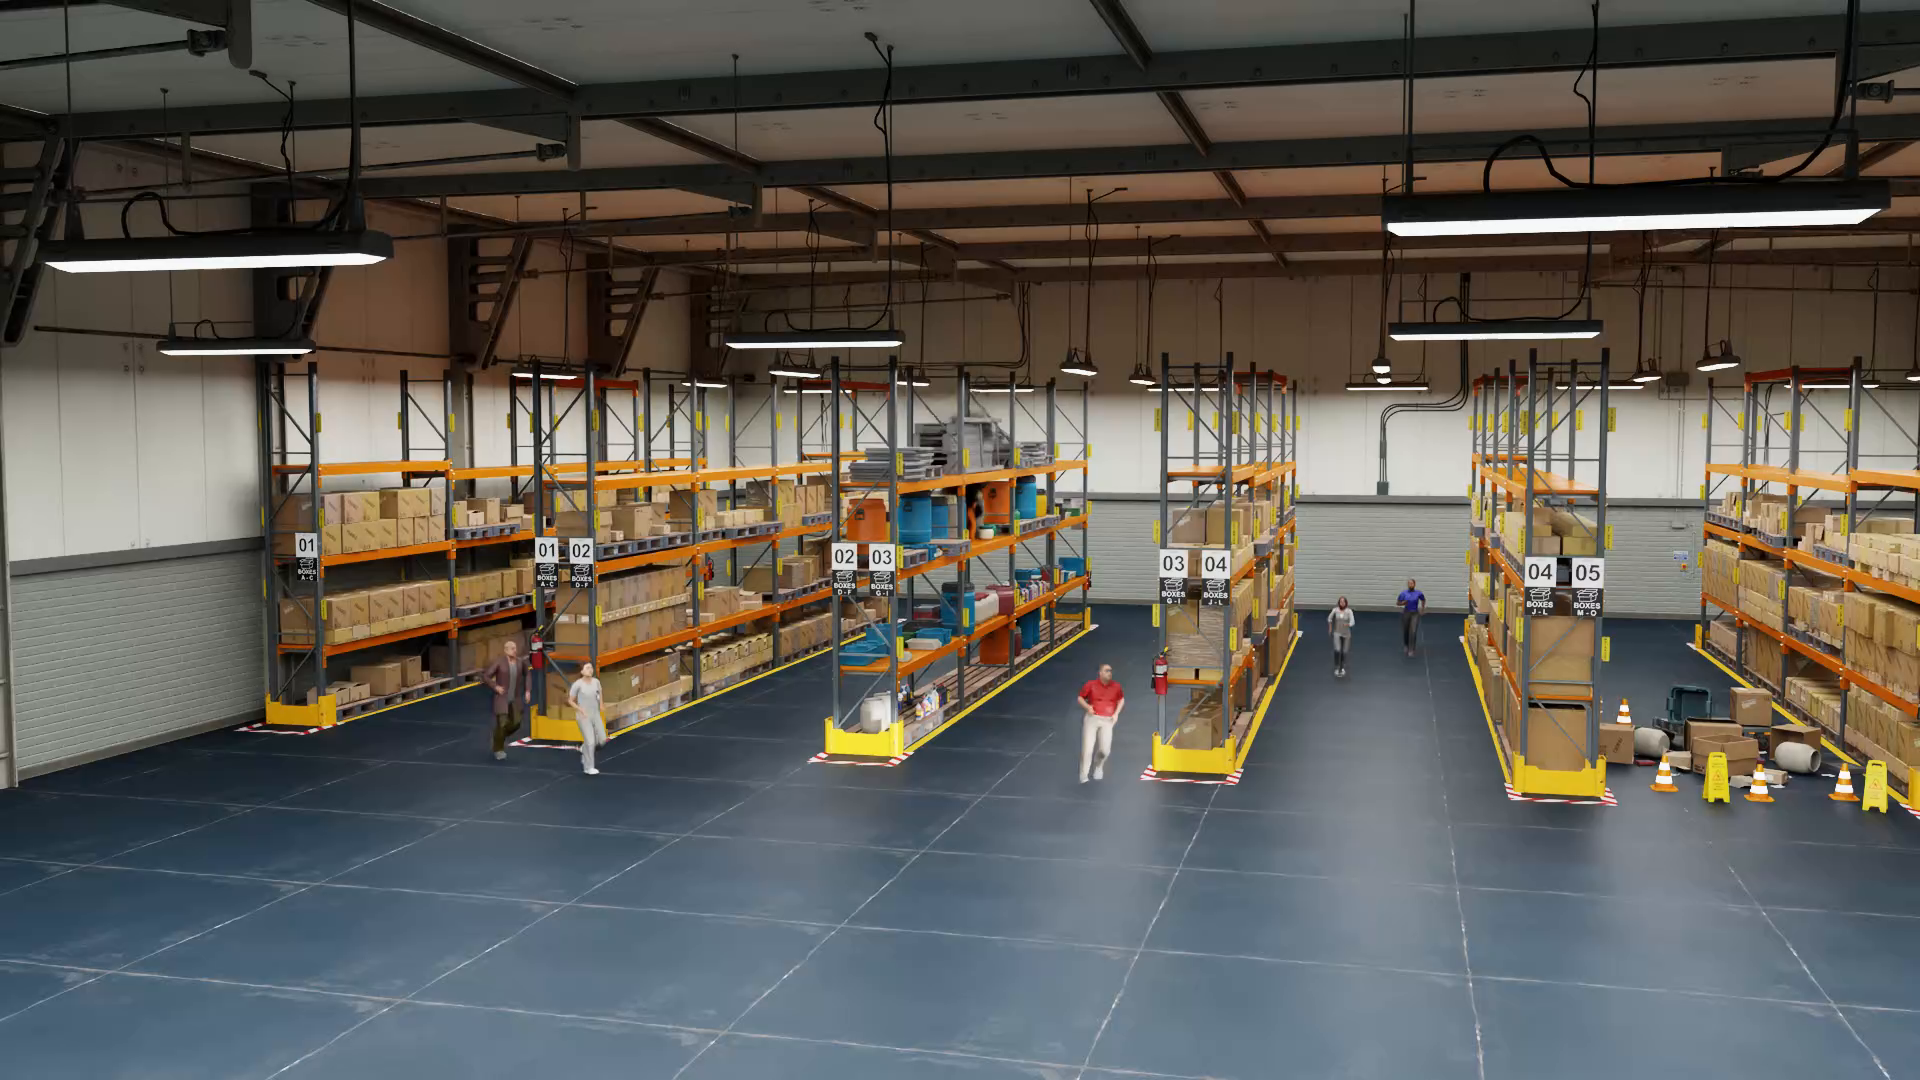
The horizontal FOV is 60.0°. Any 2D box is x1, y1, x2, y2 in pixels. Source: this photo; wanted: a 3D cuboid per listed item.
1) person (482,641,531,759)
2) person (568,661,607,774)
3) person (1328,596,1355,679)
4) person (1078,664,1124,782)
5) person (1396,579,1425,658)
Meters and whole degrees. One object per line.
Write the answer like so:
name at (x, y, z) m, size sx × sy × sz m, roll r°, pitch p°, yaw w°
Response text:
person at (-6.766, 2.387, 24.973) m, size 0.656 × 1.737 × 0.815 m, roll 4°, pitch 6°, yaw 44°
person at (-5.318, 2.530, 23.705) m, size 0.547 × 1.605 × 0.558 m, roll -4°, pitch 5°, yaw -42°
person at (7.473, 1.908, 32.630) m, size 0.495 × 1.616 × 0.667 m, roll 1°, pitch 4°, yaw 10°
person at (1.973, 2.548, 23.121) m, size 0.664 × 1.655 × 0.569 m, roll 0°, pitch 4°, yaw -1°
person at (9.587, 1.638, 35.405) m, size 0.585 × 1.637 × 0.967 m, roll 1°, pitch 4°, yaw 20°
